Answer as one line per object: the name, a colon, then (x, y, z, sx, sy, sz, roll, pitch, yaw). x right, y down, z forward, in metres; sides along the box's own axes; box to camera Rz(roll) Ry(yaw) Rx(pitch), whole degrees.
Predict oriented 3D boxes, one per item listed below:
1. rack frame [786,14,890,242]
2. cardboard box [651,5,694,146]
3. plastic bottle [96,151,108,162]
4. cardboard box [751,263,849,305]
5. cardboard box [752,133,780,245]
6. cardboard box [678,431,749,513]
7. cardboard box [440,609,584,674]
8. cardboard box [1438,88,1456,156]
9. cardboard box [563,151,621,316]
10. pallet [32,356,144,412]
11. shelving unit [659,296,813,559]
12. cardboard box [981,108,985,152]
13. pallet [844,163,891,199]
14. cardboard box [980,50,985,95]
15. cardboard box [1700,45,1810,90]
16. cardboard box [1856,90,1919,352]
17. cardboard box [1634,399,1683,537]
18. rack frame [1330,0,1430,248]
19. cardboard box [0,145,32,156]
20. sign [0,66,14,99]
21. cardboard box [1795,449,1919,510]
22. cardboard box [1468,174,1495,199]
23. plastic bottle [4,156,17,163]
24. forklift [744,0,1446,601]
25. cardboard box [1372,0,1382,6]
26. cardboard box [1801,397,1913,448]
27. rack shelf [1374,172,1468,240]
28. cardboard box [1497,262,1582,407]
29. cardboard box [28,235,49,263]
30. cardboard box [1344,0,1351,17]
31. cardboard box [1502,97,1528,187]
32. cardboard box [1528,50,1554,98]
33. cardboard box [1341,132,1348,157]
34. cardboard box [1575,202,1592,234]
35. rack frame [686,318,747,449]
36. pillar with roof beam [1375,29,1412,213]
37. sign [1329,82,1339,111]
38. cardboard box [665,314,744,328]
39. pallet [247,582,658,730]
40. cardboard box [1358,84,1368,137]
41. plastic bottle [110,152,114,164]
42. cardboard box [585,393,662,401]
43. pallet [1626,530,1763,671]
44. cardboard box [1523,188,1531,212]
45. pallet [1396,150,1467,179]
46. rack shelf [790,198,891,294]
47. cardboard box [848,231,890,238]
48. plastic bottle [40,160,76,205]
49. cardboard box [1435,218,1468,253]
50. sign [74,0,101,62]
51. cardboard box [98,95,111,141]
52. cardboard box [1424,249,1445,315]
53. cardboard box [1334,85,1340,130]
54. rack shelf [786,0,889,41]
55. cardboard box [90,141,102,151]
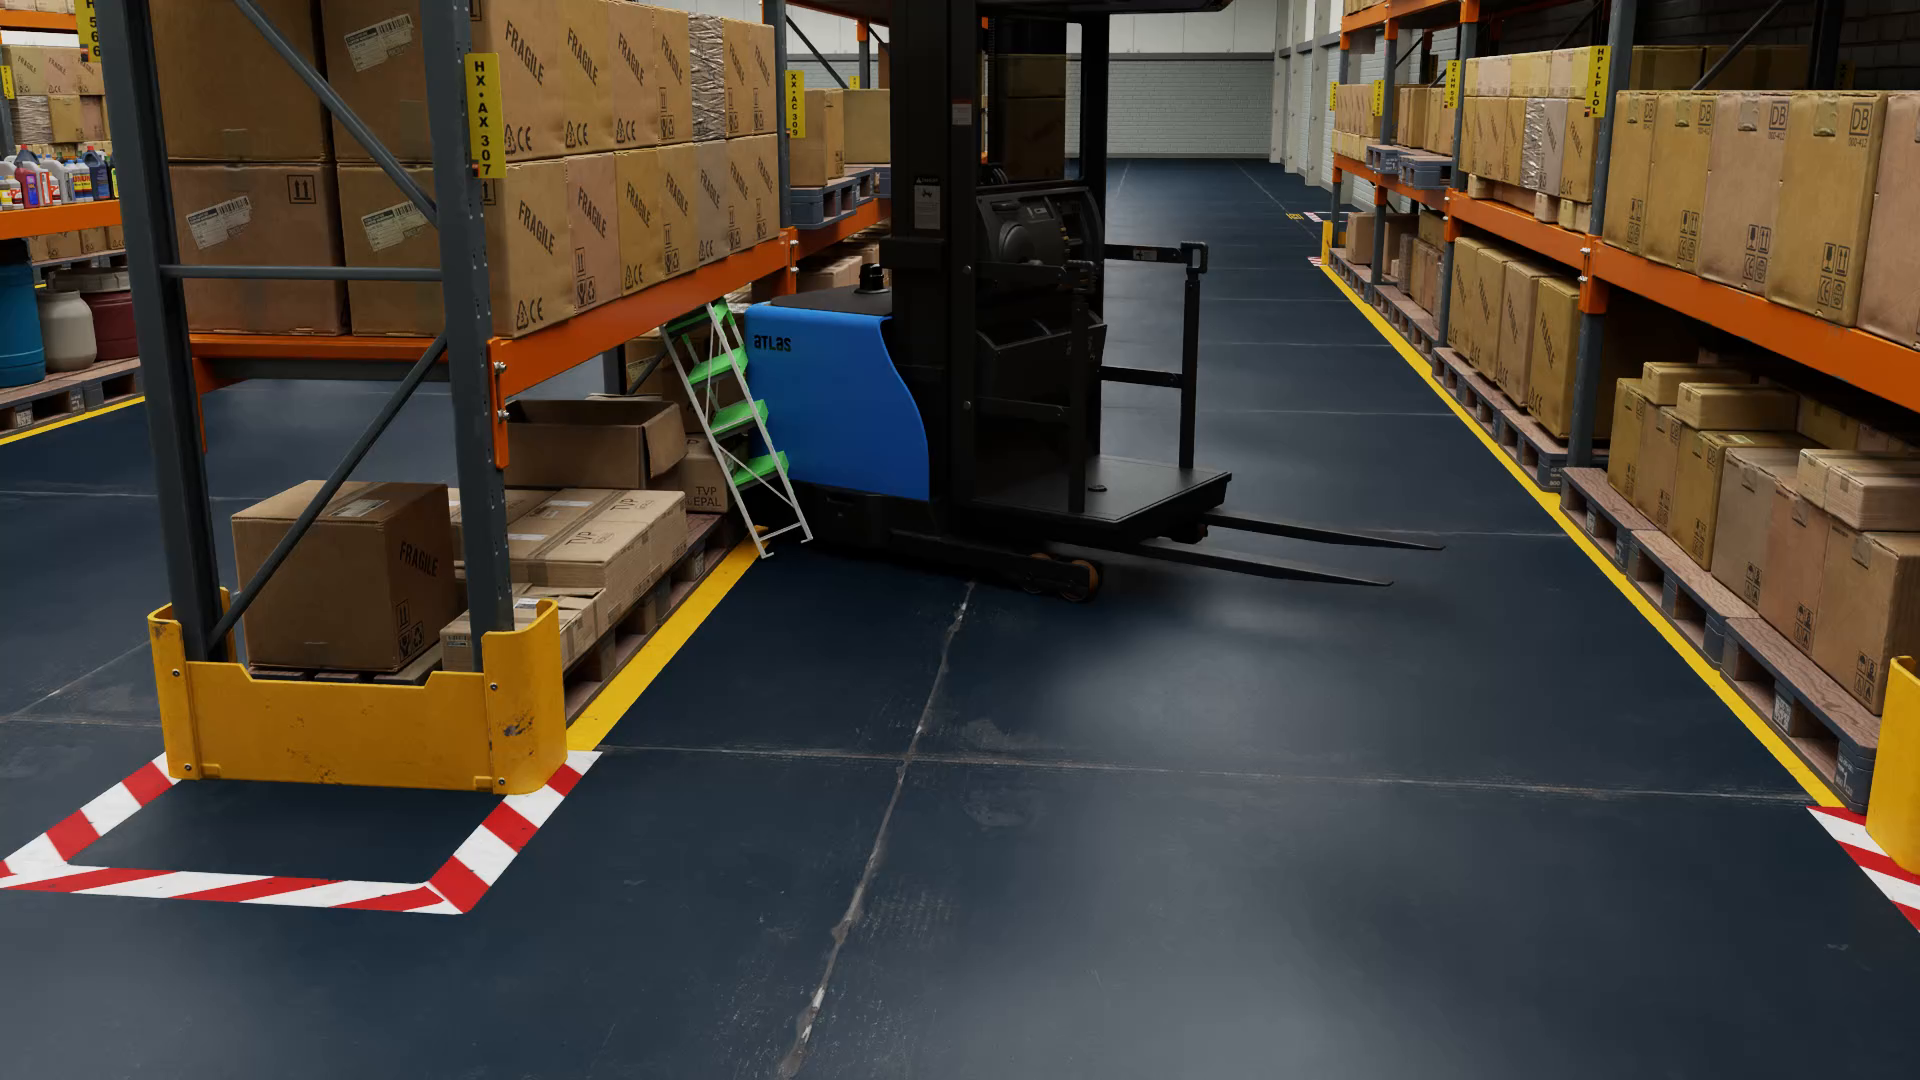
rack frame: (-0.916, -2.813, 12.318, 1.000, 3.000, 0.127, 2, 15, 6)
cardboard box: (-1.338, -1.774, 6.367, 0.500, 0.500, 0.500, 2, 15, 6)
plastic bottle: (-6.260, -2.677, 12.054, 0.152, 0.276, 0.135, 2, 15, 6)
cardboard box: (-0.958, -1.521, 10.049, 0.500, 0.250, 0.500, 2, 15, 6)
cardboard box: (-1.169, -1.687, 7.961, 0.500, 0.500, 0.500, 2, 15, 7)
cardboard box: (-1.235, -0.339, 7.479, 0.500, 0.311, 0.500, 2, 15, 6)
cardboard box: (-1.430, 0.327, 5.324, 0.380, 0.149, 0.250, 2, 15, 6)
cardboard box: (4.085, -3.197, 12.703, 0.700, 0.500, 0.500, 0, 15, 1)
cardboard box: (-1.454, -1.028, 5.524, 0.500, 0.500, 0.500, 2, 15, 6)
pallet: (-6.025, -1.092, 11.298, 1.003, 0.211, 1.213, 2, 15, 6)
shelving unit: (-0.990, -0.562, 7.377, 0.258, 1.200, 0.503, -22, 15, 3)
cardboard box: (-0.079, -4.815, 19.532, 0.700, 0.500, 0.500, 2, 15, 6)
pallet: (-0.923, -2.542, 11.686, 1.213, 0.211, 1.003, 2, 15, 6)
cardboard box: (-0.085, -5.428, 19.312, 0.700, 0.500, 0.500, 2, 15, 6)
cardboard box: (3.866, -2.306, 8.206, 0.500, 0.250, 0.500, 2, 15, 8)
cardboard box: (3.151, -0.871, 4.560, 0.980, 0.700, 0.700, 2, 15, 9)
cardboard box: (3.309, -0.306, 7.030, 0.700, 0.500, 0.500, 2, 15, 6)
rack frame: (4.909, -4.743, 19.456, 1.000, 3.000, 0.127, 2, 15, 6)
cardboard box: (-9.984, -4.069, 17.444, 0.380, 0.149, 0.250, 2, 15, 6)
sign: (-9.756, -4.687, 17.030, 0.100, 0.325, 0.005, 2, 15, 6)
cardboard box: (2.945, -0.192, 5.366, 0.380, 0.149, 0.250, 2, 15, 8)
cardboard box: (3.588, -2.346, 11.036, 0.380, 0.149, 0.250, 2, 15, 8)
plastic bottle: (-6.364, -2.438, 11.168, 0.152, 0.276, 0.135, 2, 15, 6)
forklift: (0.522, -1.324, 6.943, 3.031, 2.935, 1.130, 10, 18, 32)
cardboard box: (4.339, -5.480, 16.207, 0.500, 0.500, 0.500, 0, 15, 2)
cardboard box: (3.438, -0.443, 6.295, 0.380, 0.149, 0.250, 1, 15, 5)
rack shelf: (4.232, -2.839, 13.795, 1.077, 0.370, 4.000, 2, 15, 6)
cardboard box: (3.596, -1.199, 9.662, 0.750, 0.750, 0.750, 2, 15, 8)
cardboard box: (-10.223, -3.242, 17.889, 0.500, 0.500, 0.500, 1, 15, 5)
cardboard box: (4.623, -6.169, 18.755, 0.500, 0.500, 0.500, 2, 15, 8)
cardboard box: (3.521, -2.352, 9.812, 0.500, 0.500, 0.500, 2, 15, 8)
cardboard box: (3.478, -2.587, 9.248, 0.500, 0.250, 0.500, 2, 15, 7)
cardboard box: (4.431, -4.296, 18.052, 0.500, 0.250, 0.500, 1, 15, 5)
cardboard box: (3.312, -1.615, 8.331, 0.380, 0.149, 0.250, 2, 15, 7)
rack frame: (-1.002, -0.627, 7.612, 0.240, 1.200, 0.015, -22, 15, 3)
pillar with roof beam: (2.089, -9.115, 24.131, 9.100, 9.000, 0.400, 2, 15, 6)
sign: (4.370, -5.177, 19.402, 0.100, 0.325, 0.005, 2, 15, 6)
cardboard box: (-1.533, -1.046, 9.728, 0.500, 0.500, 0.500, 2, 15, 6)
pallet: (-1.721, 0.382, 5.847, 1.003, 0.211, 1.213, 2, 15, 6)
cardboard box: (4.254, -4.266, 16.505, 0.500, 0.500, 0.500, 2, 15, 6)
plastic bottle: (-5.648, -2.482, 11.189, 0.144, 0.351, 0.185, 2, 15, 6)
cardboard box: (-1.630, -0.587, 8.396, 0.500, 0.311, 0.500, 2, 15, 6)
pallet: (3.256, 0.228, 6.415, 1.003, 0.211, 1.213, 2, 15, 6)
cardboard box: (3.540, -2.012, 9.798, 0.380, 0.149, 0.250, 2, 15, 8)
pallet: (4.189, -3.090, 13.711, 1.003, 0.211, 1.213, 2, 15, 6)
rack shelf: (-1.142, -1.947, 10.494, 1.077, 0.370, 4.000, 2, 15, 6)
cardboard box: (-0.878, -2.633, 15.041, 0.500, 0.311, 0.500, 1, 15, 4)
plastic bottle: (-5.727, -2.272, 10.554, 0.152, 0.276, 0.135, 2, 15, 6)
cardboard box: (4.215, -2.504, 13.683, 0.500, 0.250, 0.500, 2, 15, 6)
sign: (-2.368, -1.471, 4.532, 0.100, 0.325, 0.005, 2, 15, 6)
cardboard box: (-10.050, -4.840, 19.052, 0.875, 0.500, 0.500, 2, 15, 6)
cardboard box: (4.237, -2.122, 13.709, 0.700, 0.500, 0.500, 2, 15, 6)
cardboard box: (4.556, -4.927, 18.950, 0.500, 0.500, 0.500, 2, 15, 6)
rack shelf: (-0.691, -4.432, 13.939, 1.077, 0.370, 4.000, 2, 15, 6)
cardboard box: (-9.868, -4.394, 18.646, 0.380, 0.149, 0.250, 2, 15, 6)
